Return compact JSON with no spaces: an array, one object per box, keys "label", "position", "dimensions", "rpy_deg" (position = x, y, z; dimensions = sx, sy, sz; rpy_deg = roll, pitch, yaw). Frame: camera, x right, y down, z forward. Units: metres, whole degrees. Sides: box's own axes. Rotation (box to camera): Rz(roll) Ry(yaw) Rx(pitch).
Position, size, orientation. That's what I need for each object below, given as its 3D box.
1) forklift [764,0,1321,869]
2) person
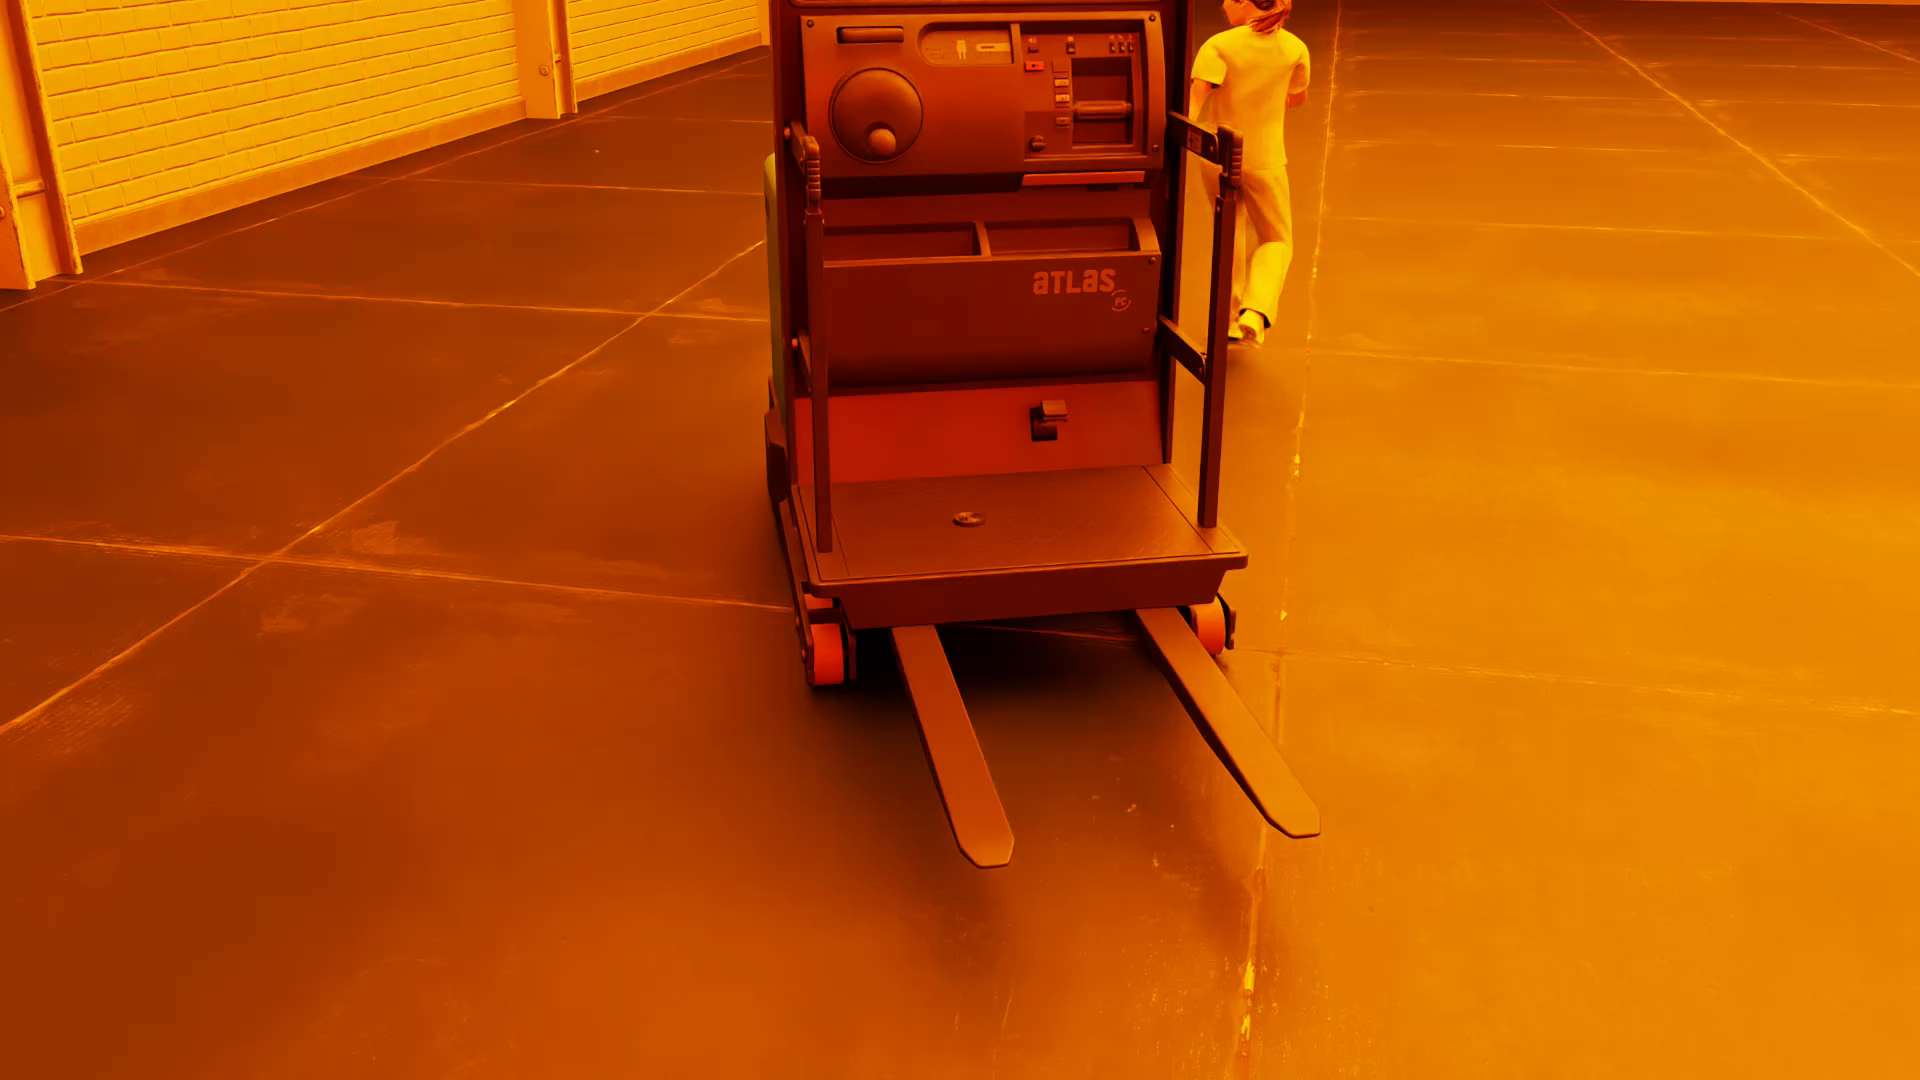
[{"label":"forklift","position":[0.104,-1.131,4.040],"dimensions":[1.130,2.935,3.031],"rpy_deg":[-4,22,-9]},{"label":"person","position":[1.168,-1.588,6.946],"dimensions":[0.515,1.599,0.731],"rpy_deg":[6,23,15]}]
